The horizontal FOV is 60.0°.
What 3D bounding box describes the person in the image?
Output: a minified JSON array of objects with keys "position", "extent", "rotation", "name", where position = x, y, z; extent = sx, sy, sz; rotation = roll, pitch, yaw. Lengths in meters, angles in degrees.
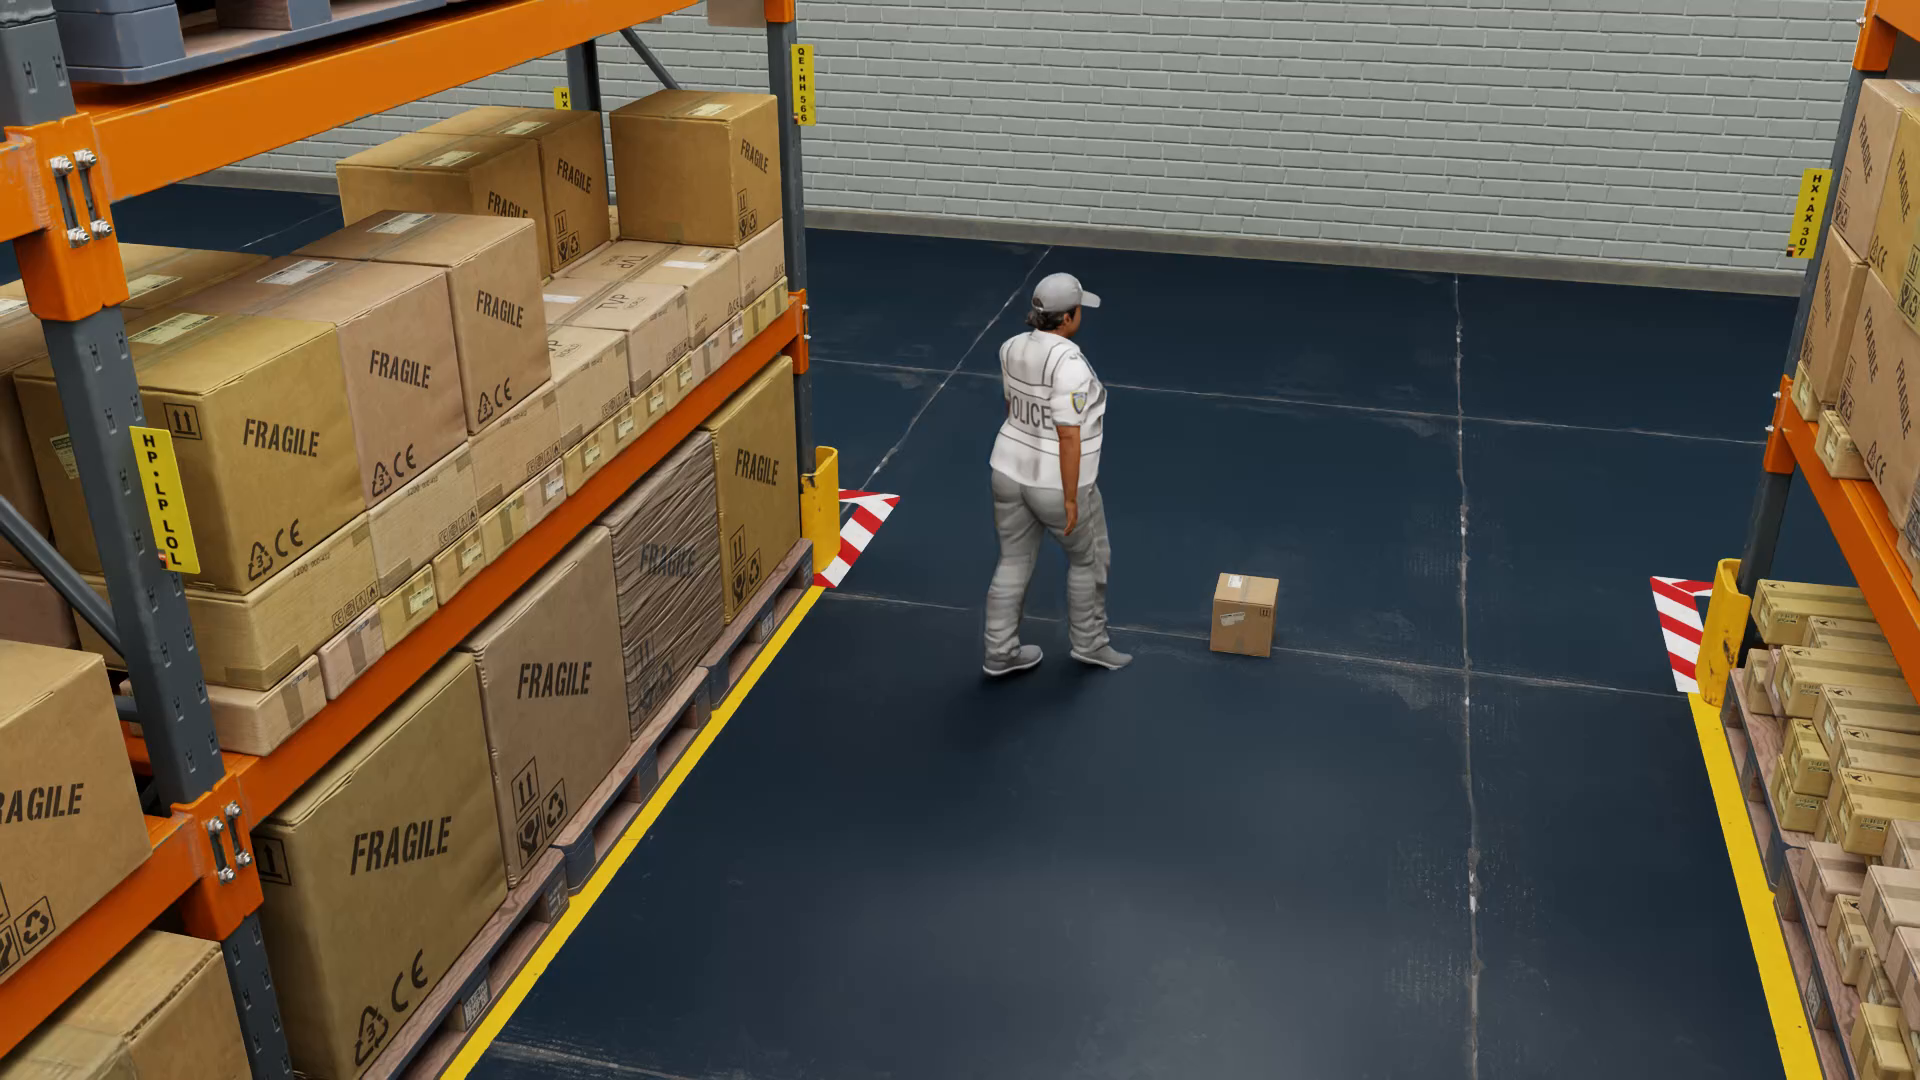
[{"position":[0.359,-0.225,6.606],"extent":[0.619,1.707,0.503],"rotation":[-22,33,-38],"name":"person"}]
